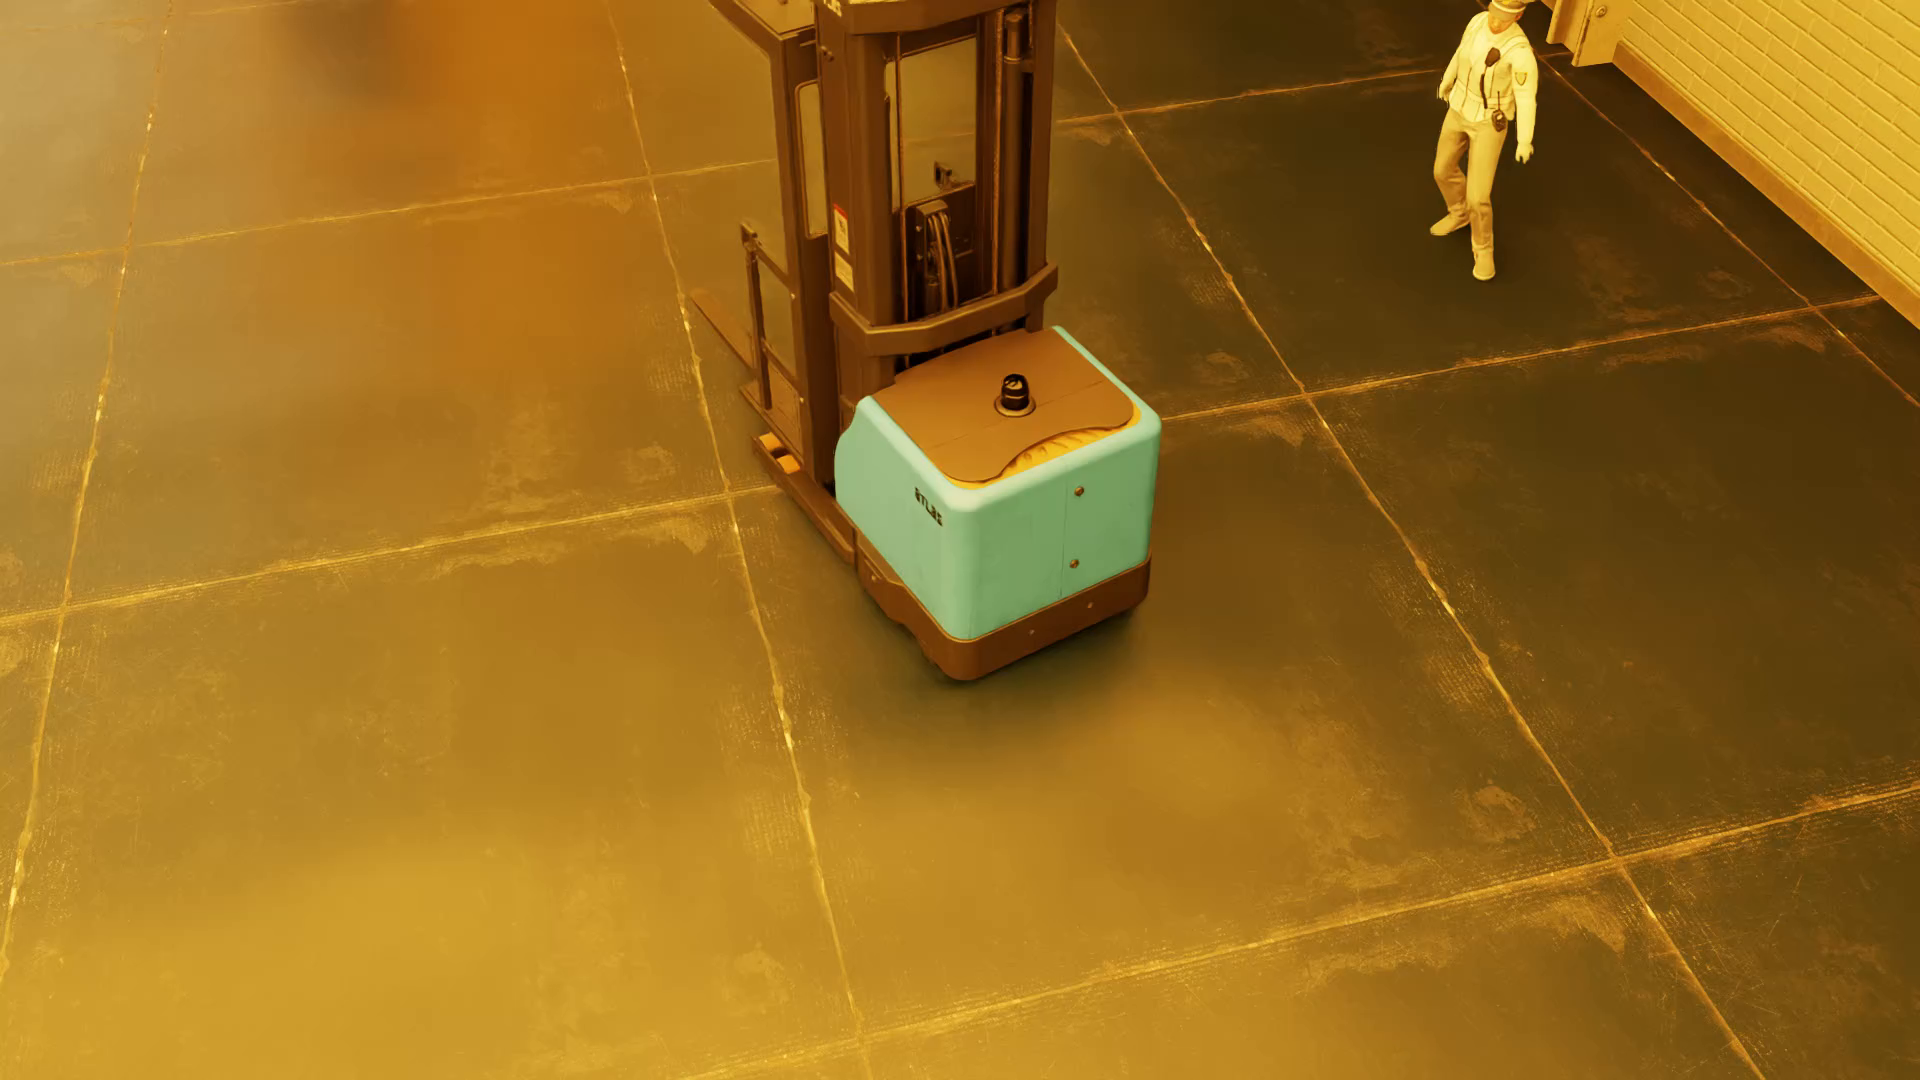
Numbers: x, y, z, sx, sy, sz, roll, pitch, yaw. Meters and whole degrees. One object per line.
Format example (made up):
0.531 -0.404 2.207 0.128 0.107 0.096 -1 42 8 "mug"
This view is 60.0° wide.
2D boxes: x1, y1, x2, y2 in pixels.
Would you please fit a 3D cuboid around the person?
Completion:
2.850 -2.292 9.056 0.423 1.643 0.810 -17 46 -17 "person"

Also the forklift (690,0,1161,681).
-0.363 -1.463 7.193 1.130 2.935 3.031 -23 48 -22 "forklift"
